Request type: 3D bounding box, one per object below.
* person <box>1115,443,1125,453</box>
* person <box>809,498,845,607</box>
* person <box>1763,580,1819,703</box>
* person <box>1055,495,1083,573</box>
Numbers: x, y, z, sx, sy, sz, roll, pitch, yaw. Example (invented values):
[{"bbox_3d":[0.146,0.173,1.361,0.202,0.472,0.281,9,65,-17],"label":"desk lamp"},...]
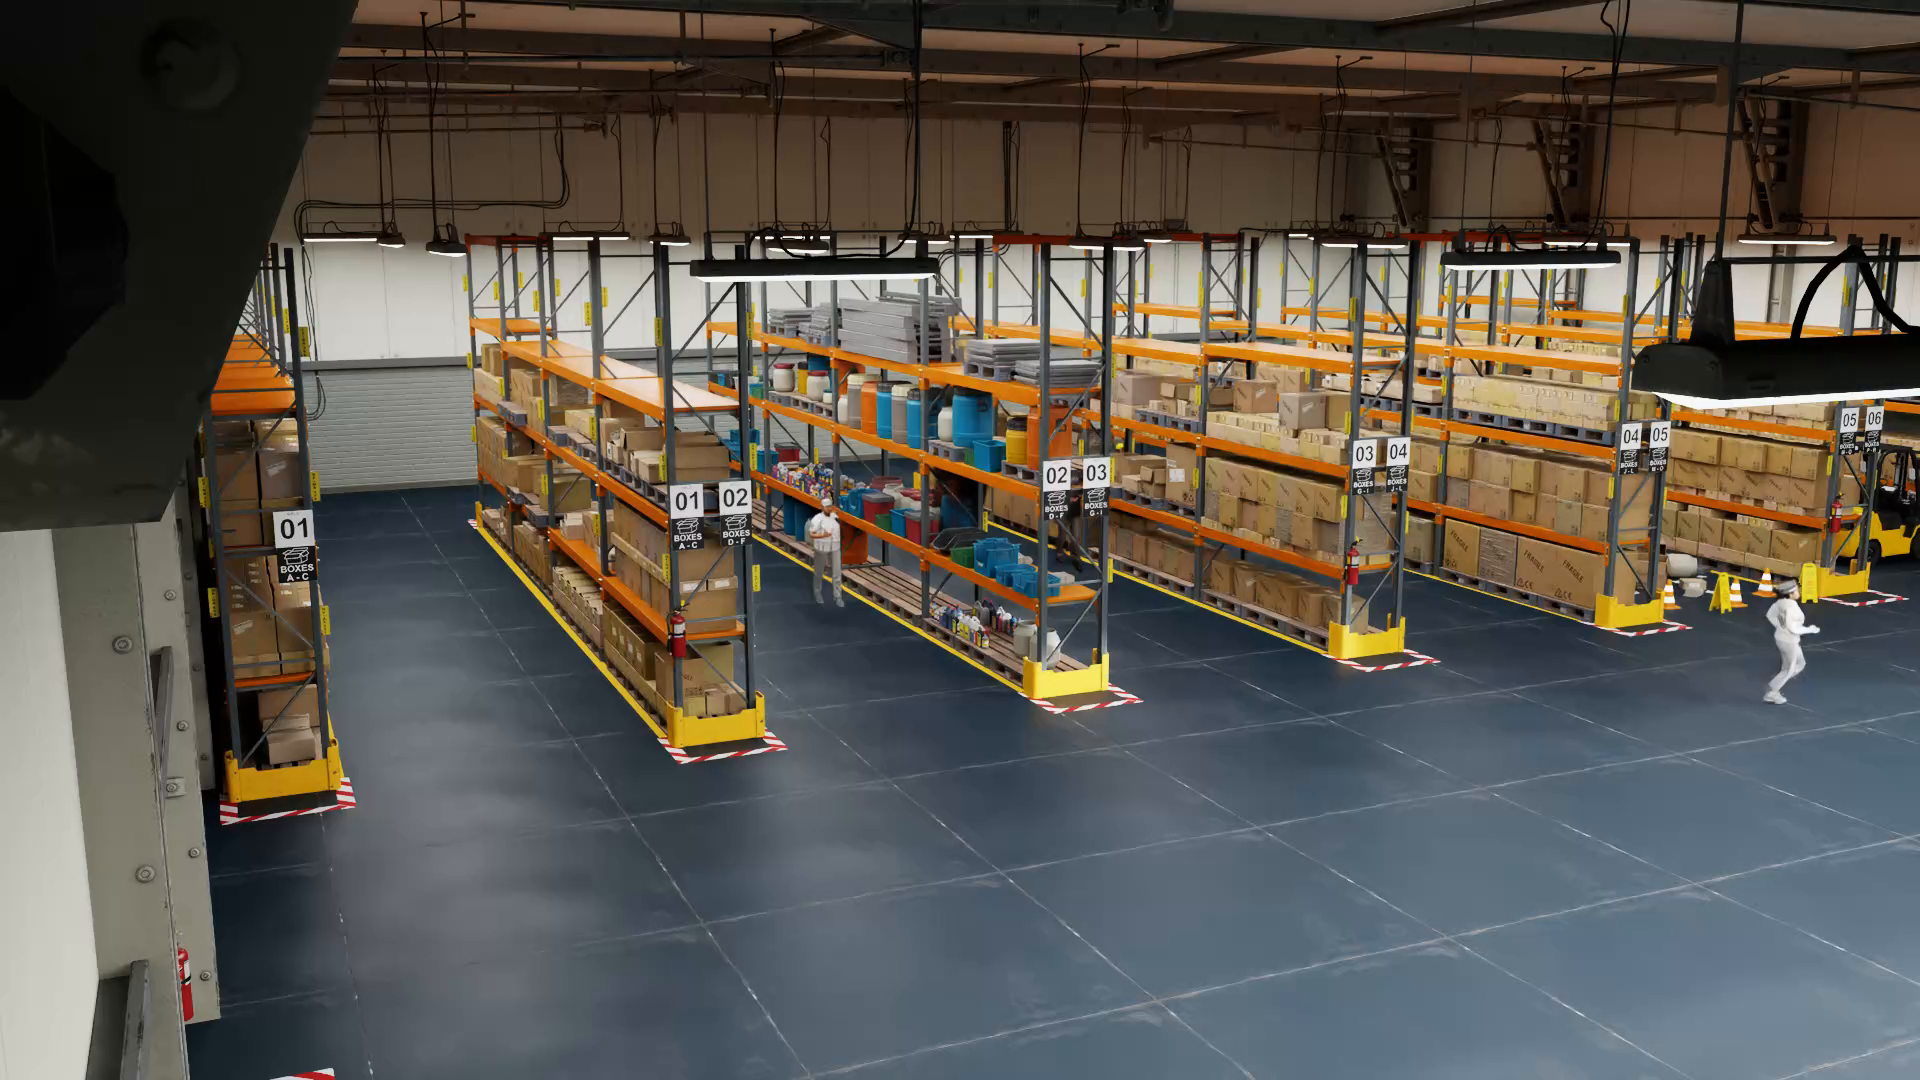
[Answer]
[{"bbox_3d":[3.306,-1.132,34.263,0.712,1.744,0.961,-6,12,-27],"label":"person"},{"bbox_3d":[-2.080,0.195,26.158,0.602,1.719,0.846,-5,12,-25],"label":"person"},{"bbox_3d":[10.924,1.334,21.829,0.573,1.666,0.599,3,11,14],"label":"person"},{"bbox_3d":[1.919,-0.357,29.016,0.639,1.824,0.716,-5,12,-26],"label":"person"}]
